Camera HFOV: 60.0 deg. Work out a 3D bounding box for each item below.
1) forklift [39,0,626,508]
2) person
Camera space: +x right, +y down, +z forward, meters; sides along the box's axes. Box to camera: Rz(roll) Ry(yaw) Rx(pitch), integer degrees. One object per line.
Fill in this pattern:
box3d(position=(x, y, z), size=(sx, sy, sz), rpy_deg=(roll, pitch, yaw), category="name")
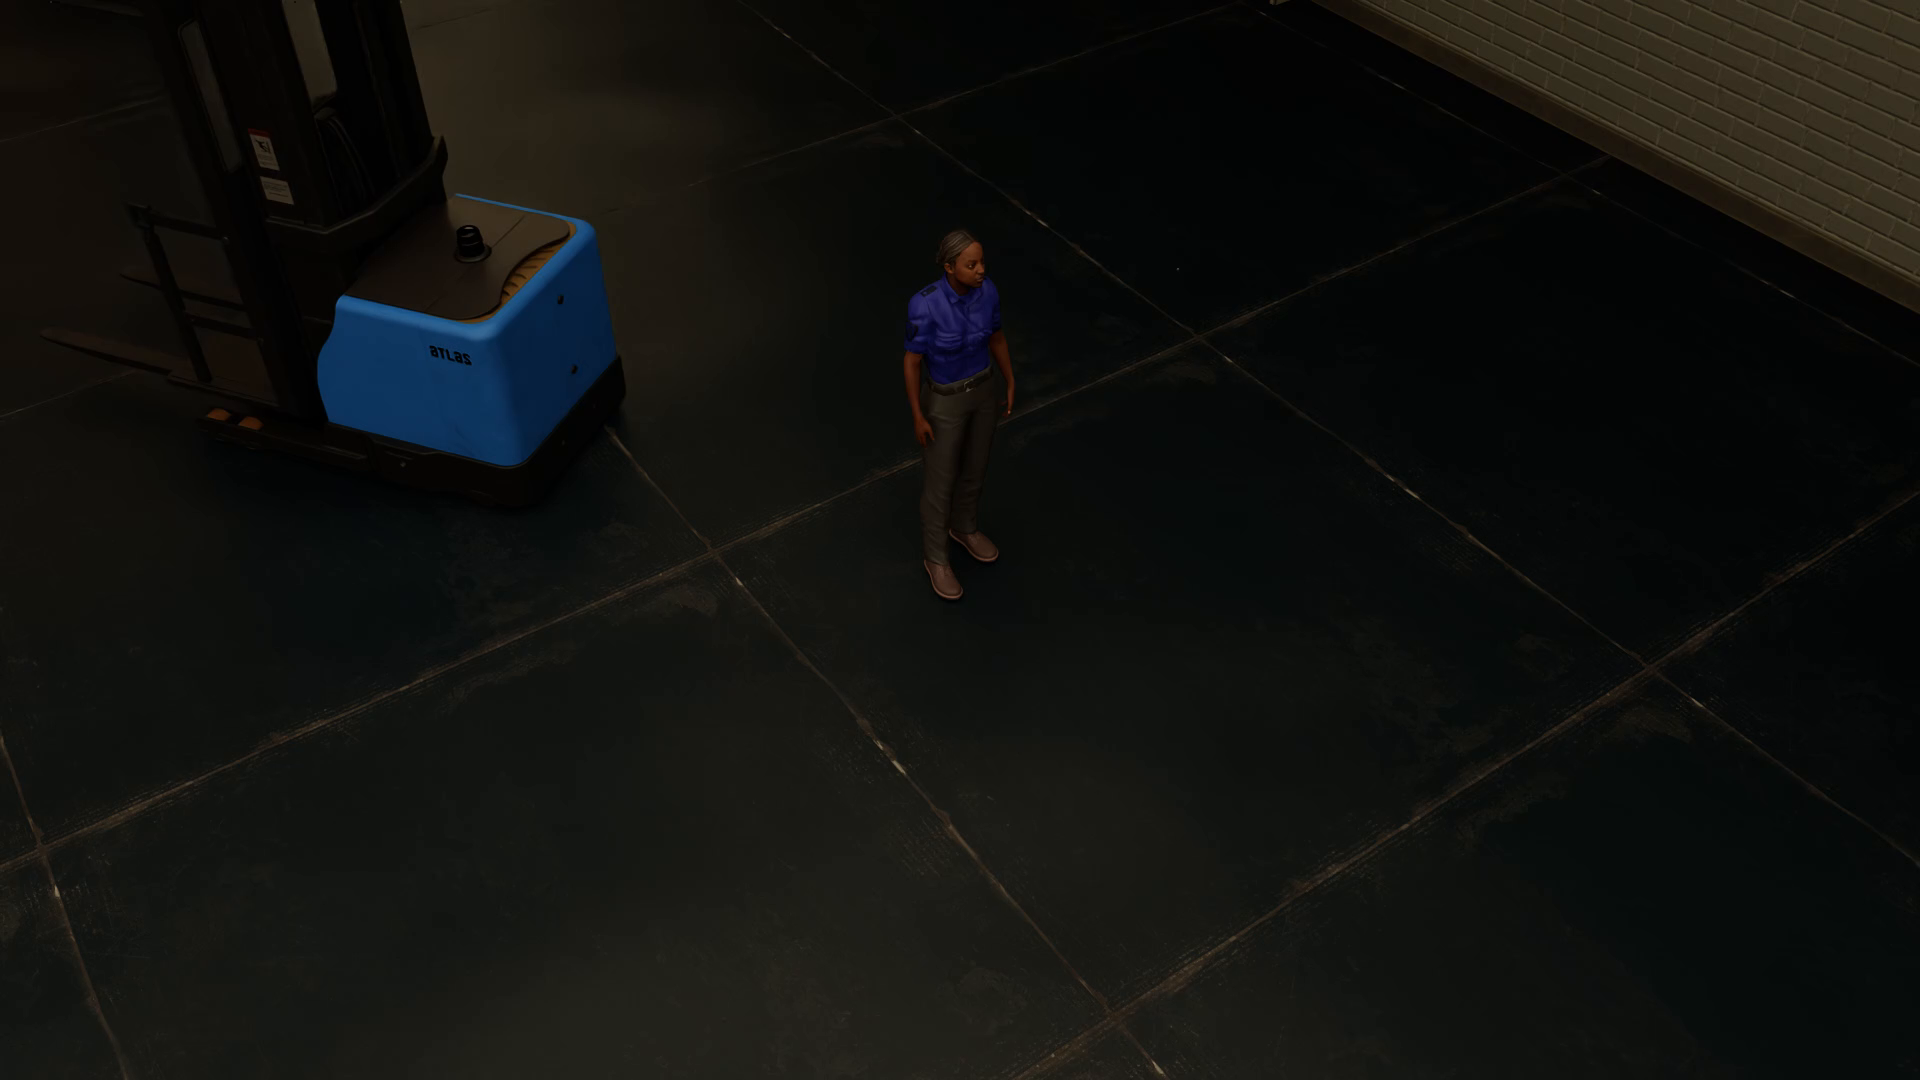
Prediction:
box3d(position=(-3.299, -1.851, 7.724), size=(3.031, 2.935, 1.130), rpy_deg=(14, 44, 15), category="forklift")
box3d(position=(0.034, -0.557, 7.251), size=(0.569, 1.656, 0.503), rpy_deg=(-25, 48, -25), category="person")
